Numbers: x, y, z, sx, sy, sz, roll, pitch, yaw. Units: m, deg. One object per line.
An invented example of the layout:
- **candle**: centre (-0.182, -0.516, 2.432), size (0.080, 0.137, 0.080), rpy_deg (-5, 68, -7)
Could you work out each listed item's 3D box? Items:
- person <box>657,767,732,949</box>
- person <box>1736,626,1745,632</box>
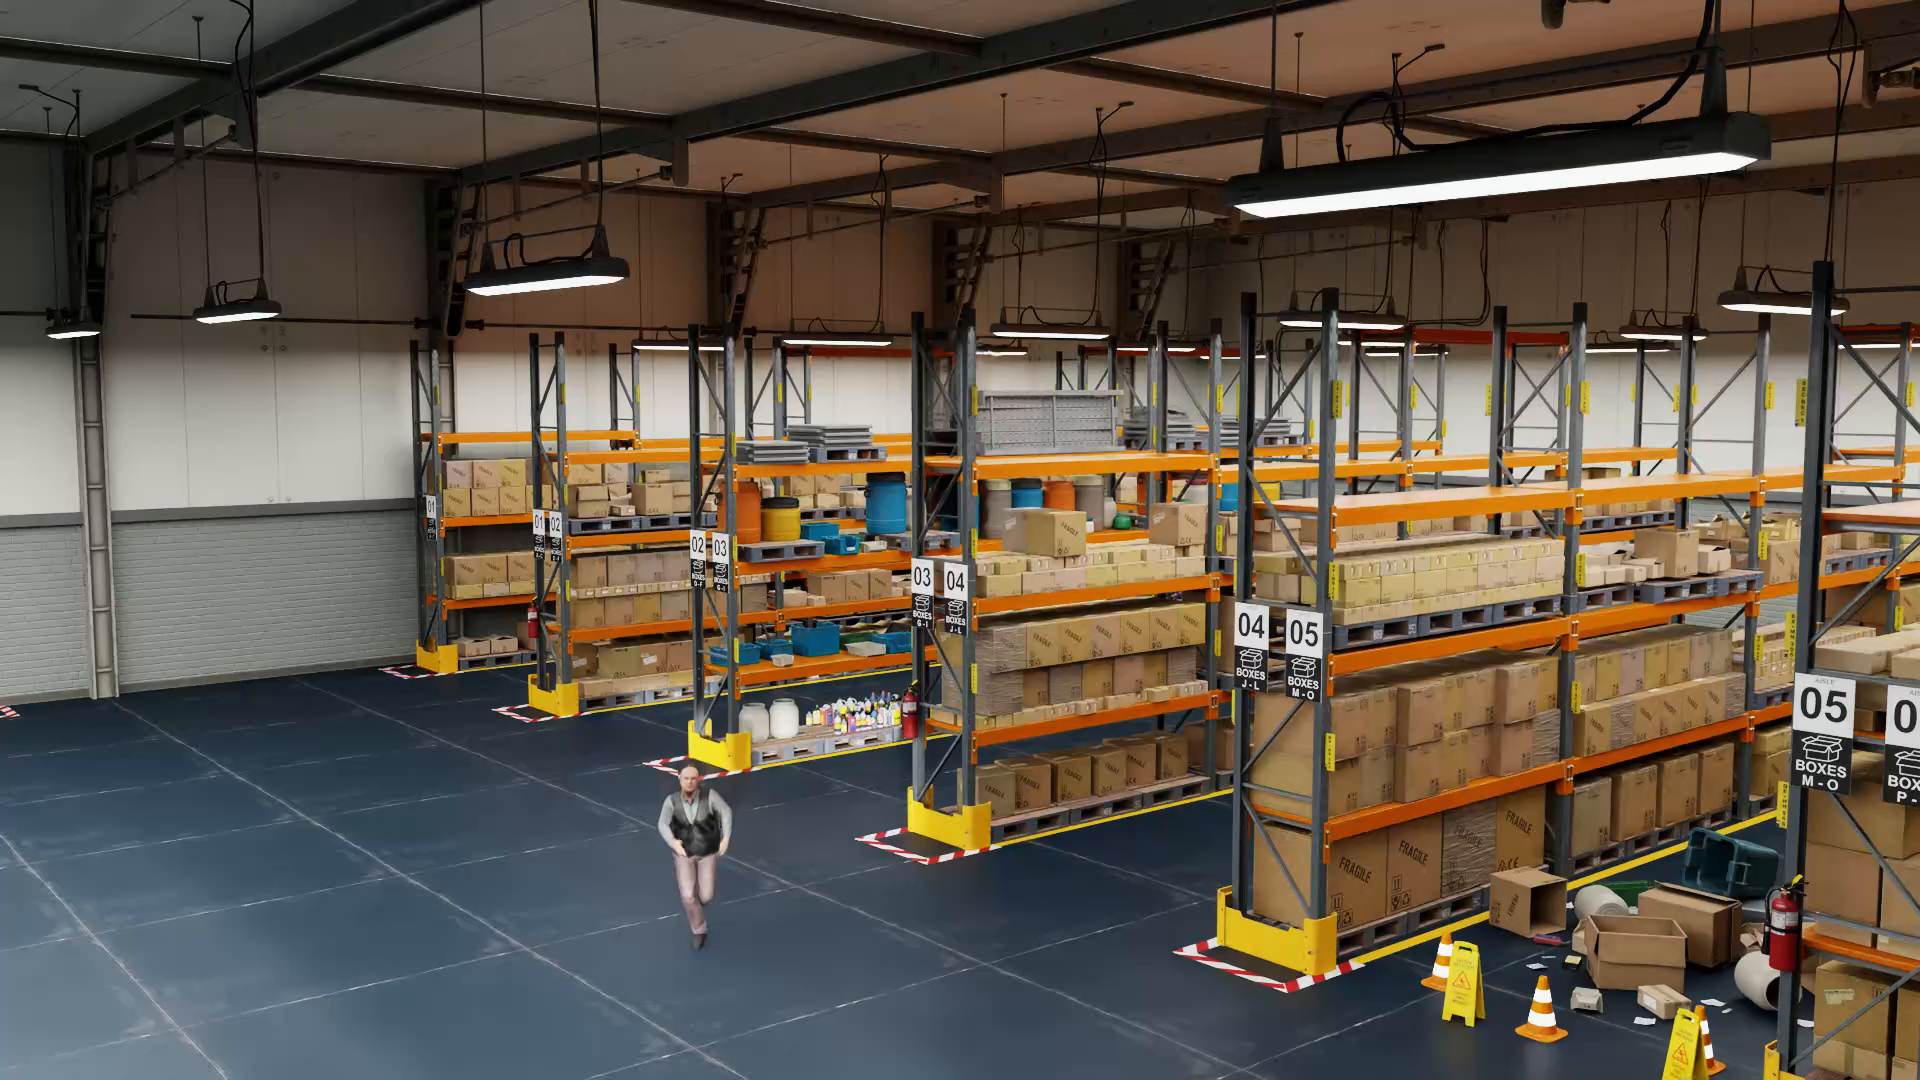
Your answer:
- **person**: centre (-2.470, 2.919, 15.517), size (0.689, 1.683, 0.701), rpy_deg (-1, 5, -9)
- **person**: centre (11.380, 2.101, 24.206), size (0.759, 1.725, 0.546), rpy_deg (-4, 7, -36)
